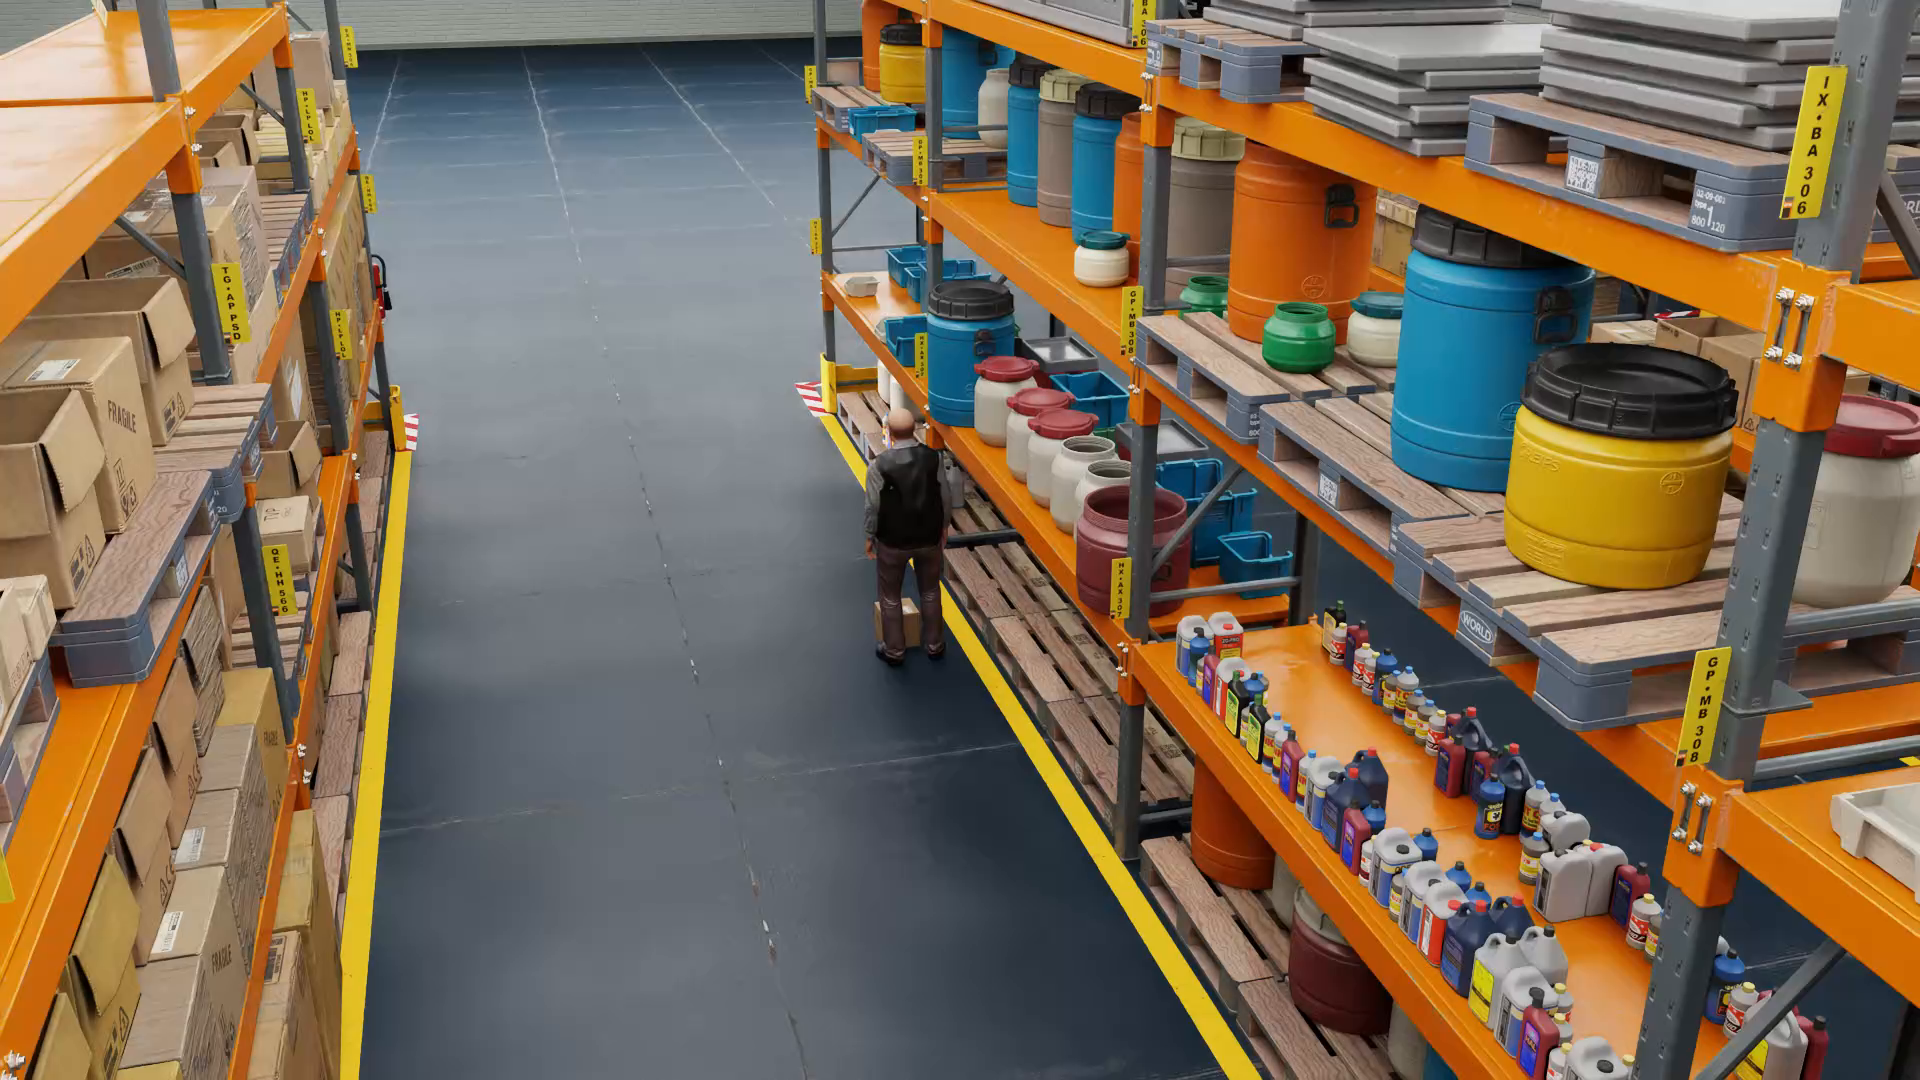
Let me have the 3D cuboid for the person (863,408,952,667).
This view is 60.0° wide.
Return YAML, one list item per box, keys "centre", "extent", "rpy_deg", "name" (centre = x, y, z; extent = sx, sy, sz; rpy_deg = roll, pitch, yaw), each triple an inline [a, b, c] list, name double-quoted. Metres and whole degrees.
- centre: [-0.332, -0.006, 10.708]
  extent: [0.581, 1.720, 0.417]
  rpy_deg: [-7, 24, -17]
  name: "person"
